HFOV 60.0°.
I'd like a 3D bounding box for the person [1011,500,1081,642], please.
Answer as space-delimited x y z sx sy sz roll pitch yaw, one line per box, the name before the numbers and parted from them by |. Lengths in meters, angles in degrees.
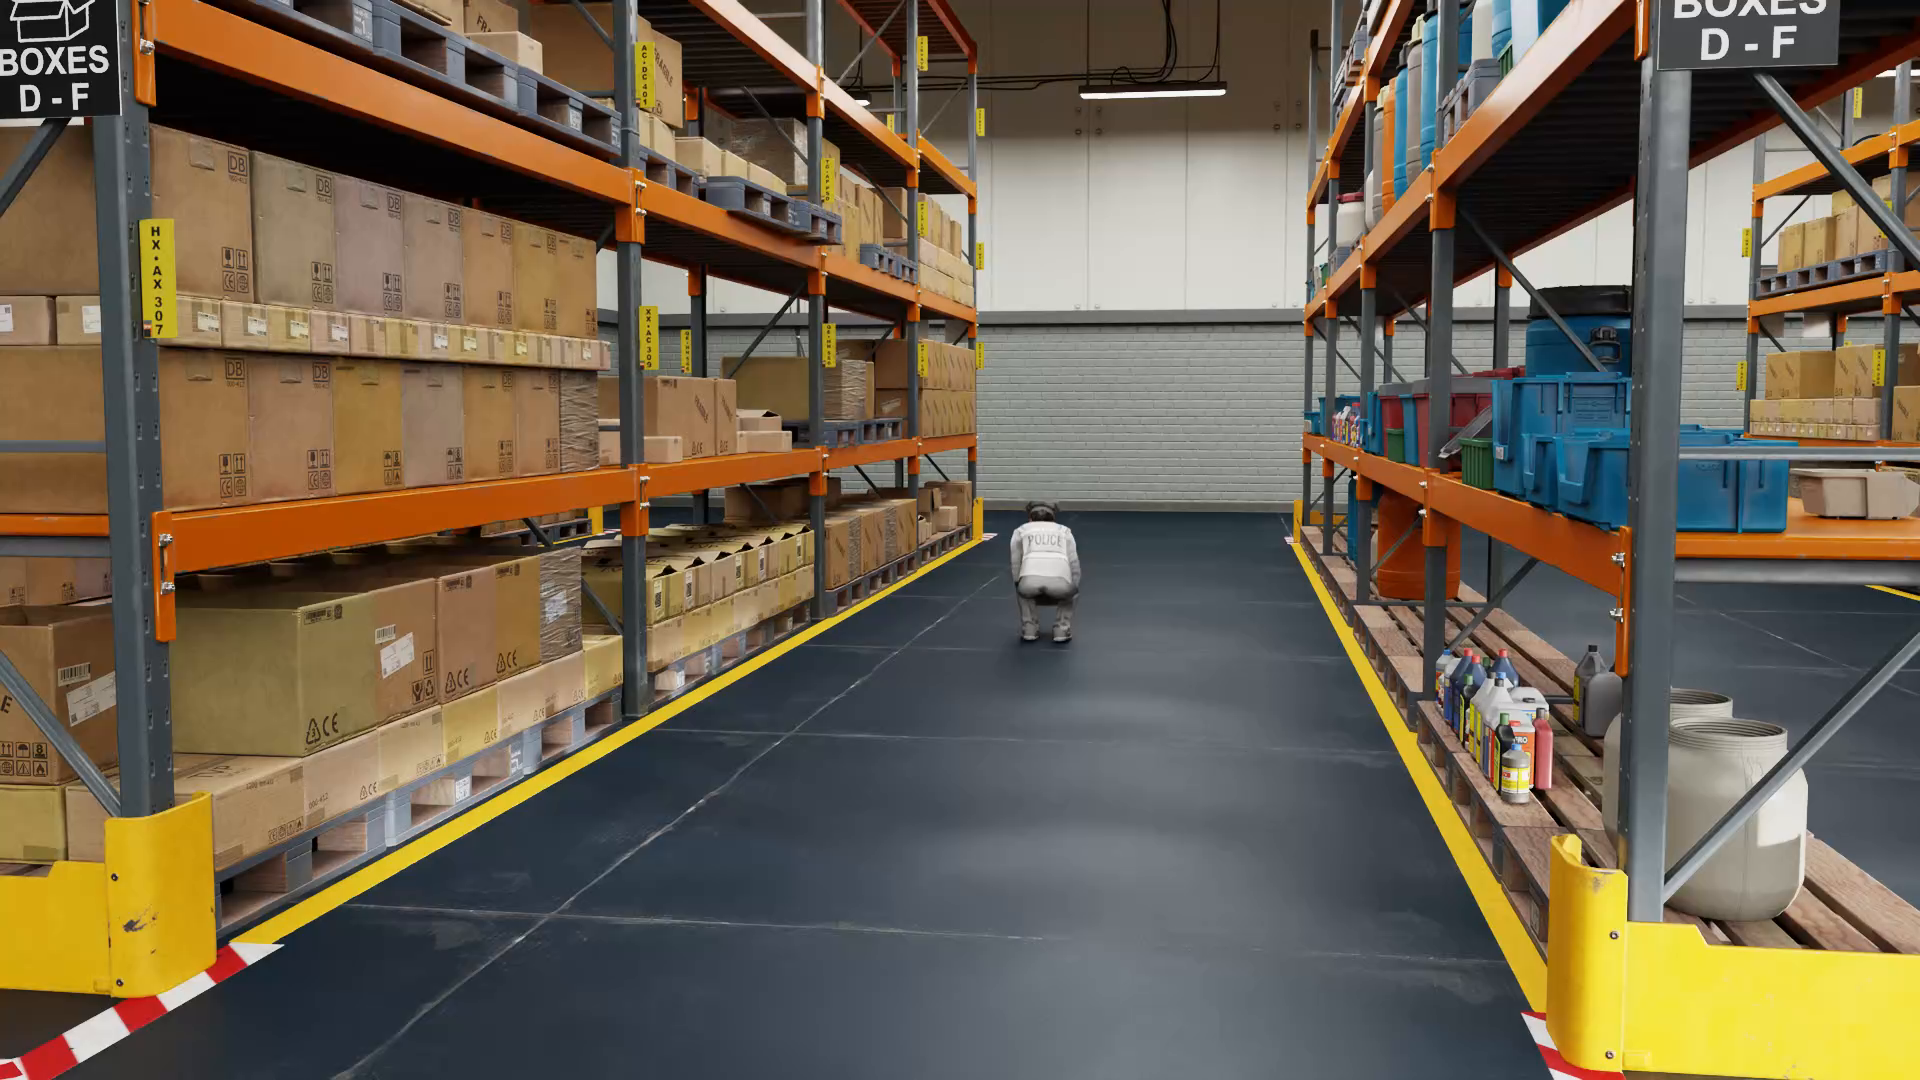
person | 0.590 0.215 11.669 0.495 0.964 0.825 1 5 9
